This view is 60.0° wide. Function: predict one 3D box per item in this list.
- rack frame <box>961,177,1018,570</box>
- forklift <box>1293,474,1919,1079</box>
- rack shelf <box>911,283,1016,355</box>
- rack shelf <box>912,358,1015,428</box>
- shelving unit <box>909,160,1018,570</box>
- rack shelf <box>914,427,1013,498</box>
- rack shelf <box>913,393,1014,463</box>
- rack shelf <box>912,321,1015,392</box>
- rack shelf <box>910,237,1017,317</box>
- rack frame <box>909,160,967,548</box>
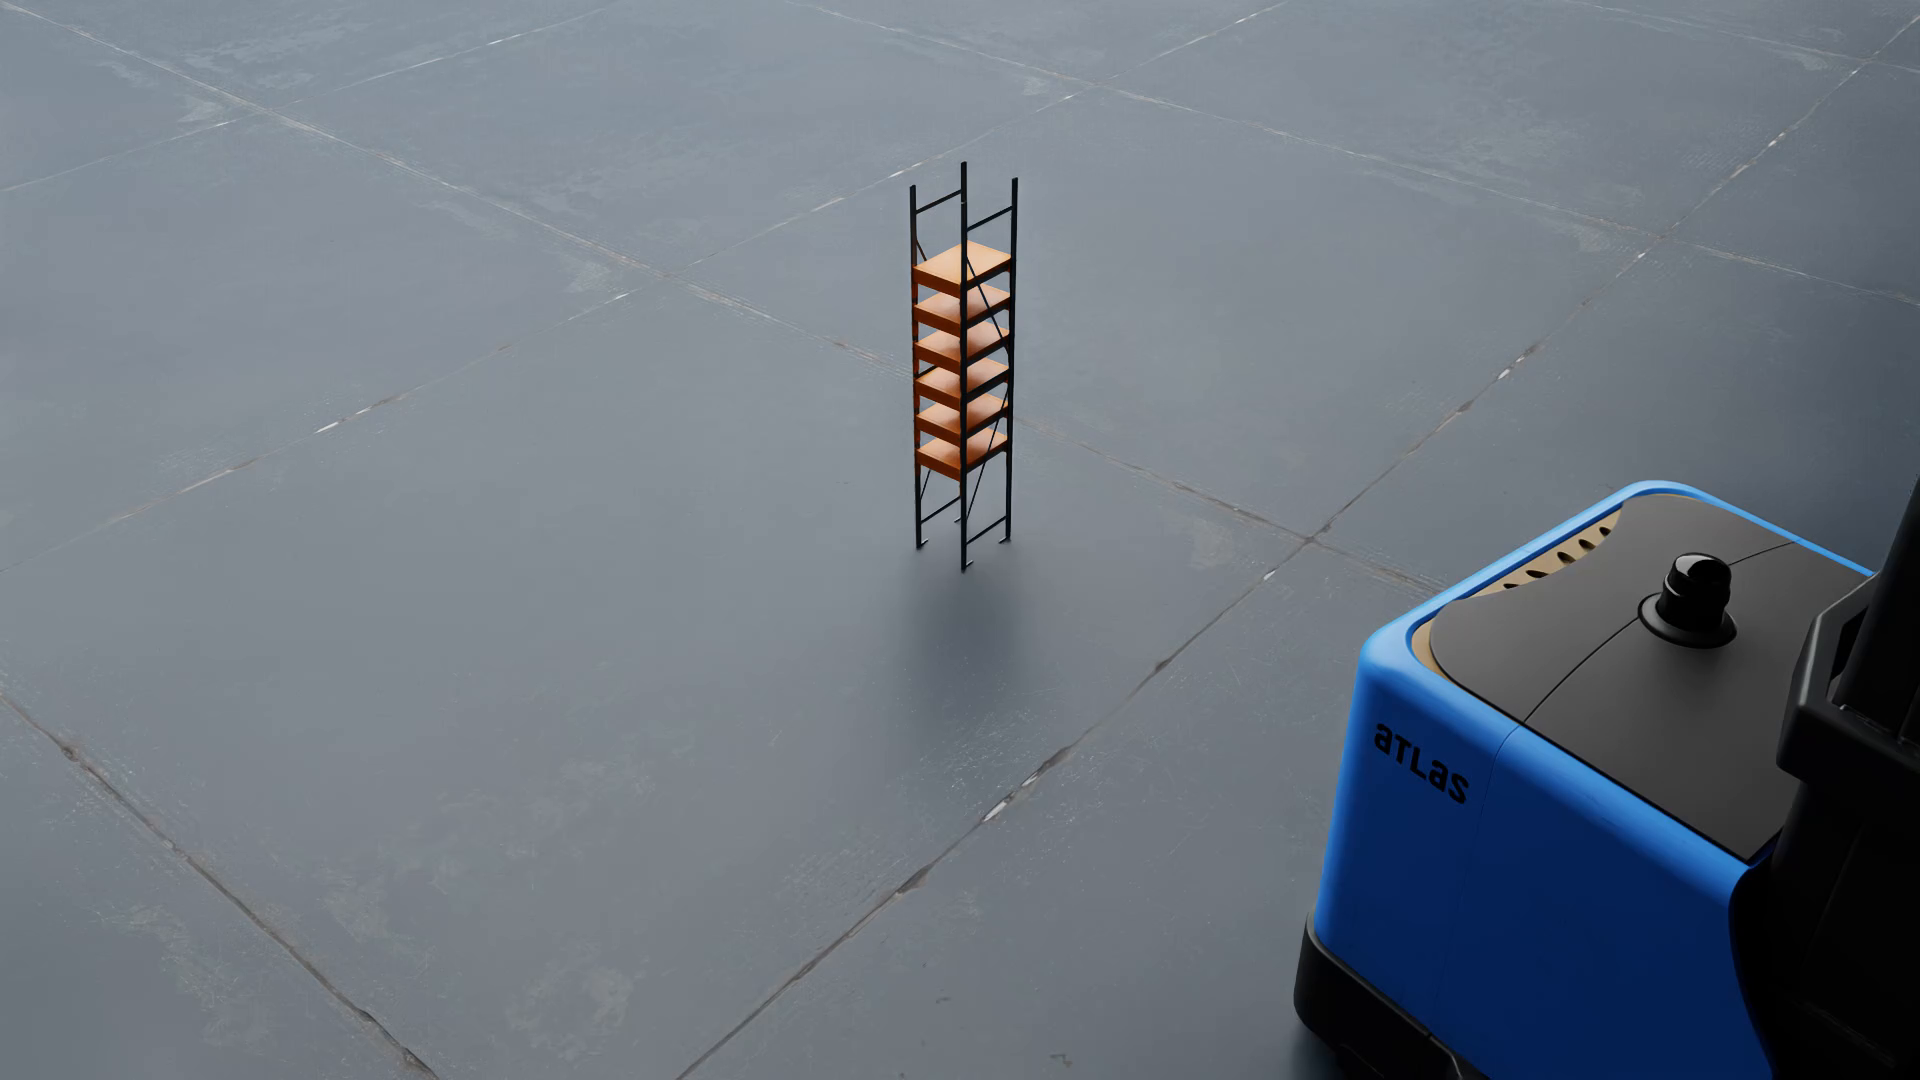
[{"bbox_3d":[0.081,-0.456,4.854,0.006,1.200,0.240,25,42,32],"label":"rack frame"},{"bbox_3d":[2.037,0.348,2.154,1.130,2.935,3.031,-24,41,-31],"label":"forklift"},{"bbox_3d":[0.011,-0.651,4.792,0.180,0.103,0.258,25,42,32],"label":"rack shelf"},{"bbox_3d":[0.011,-0.453,4.928,0.180,0.103,0.258,25,42,32],"label":"rack shelf"},{"bbox_3d":[0.011,-0.489,4.903,0.189,1.200,0.258,25,42,32],"label":"shelving unit"},{"bbox_3d":[0.011,-0.255,5.064,0.180,0.103,0.258,25,42,32],"label":"rack shelf"},{"bbox_3d":[0.011,-0.354,4.996,0.180,0.103,0.258,25,42,32],"label":"rack shelf"},{"bbox_3d":[0.011,-0.552,4.860,0.180,0.103,0.258,25,42,32],"label":"rack shelf"},{"bbox_3d":[0.011,-0.749,4.724,0.180,0.103,0.258,25,42,32],"label":"rack shelf"},{"bbox_3d":[-0.059,-0.522,4.951,0.006,1.200,0.240,25,42,32],"label":"rack frame"}]
